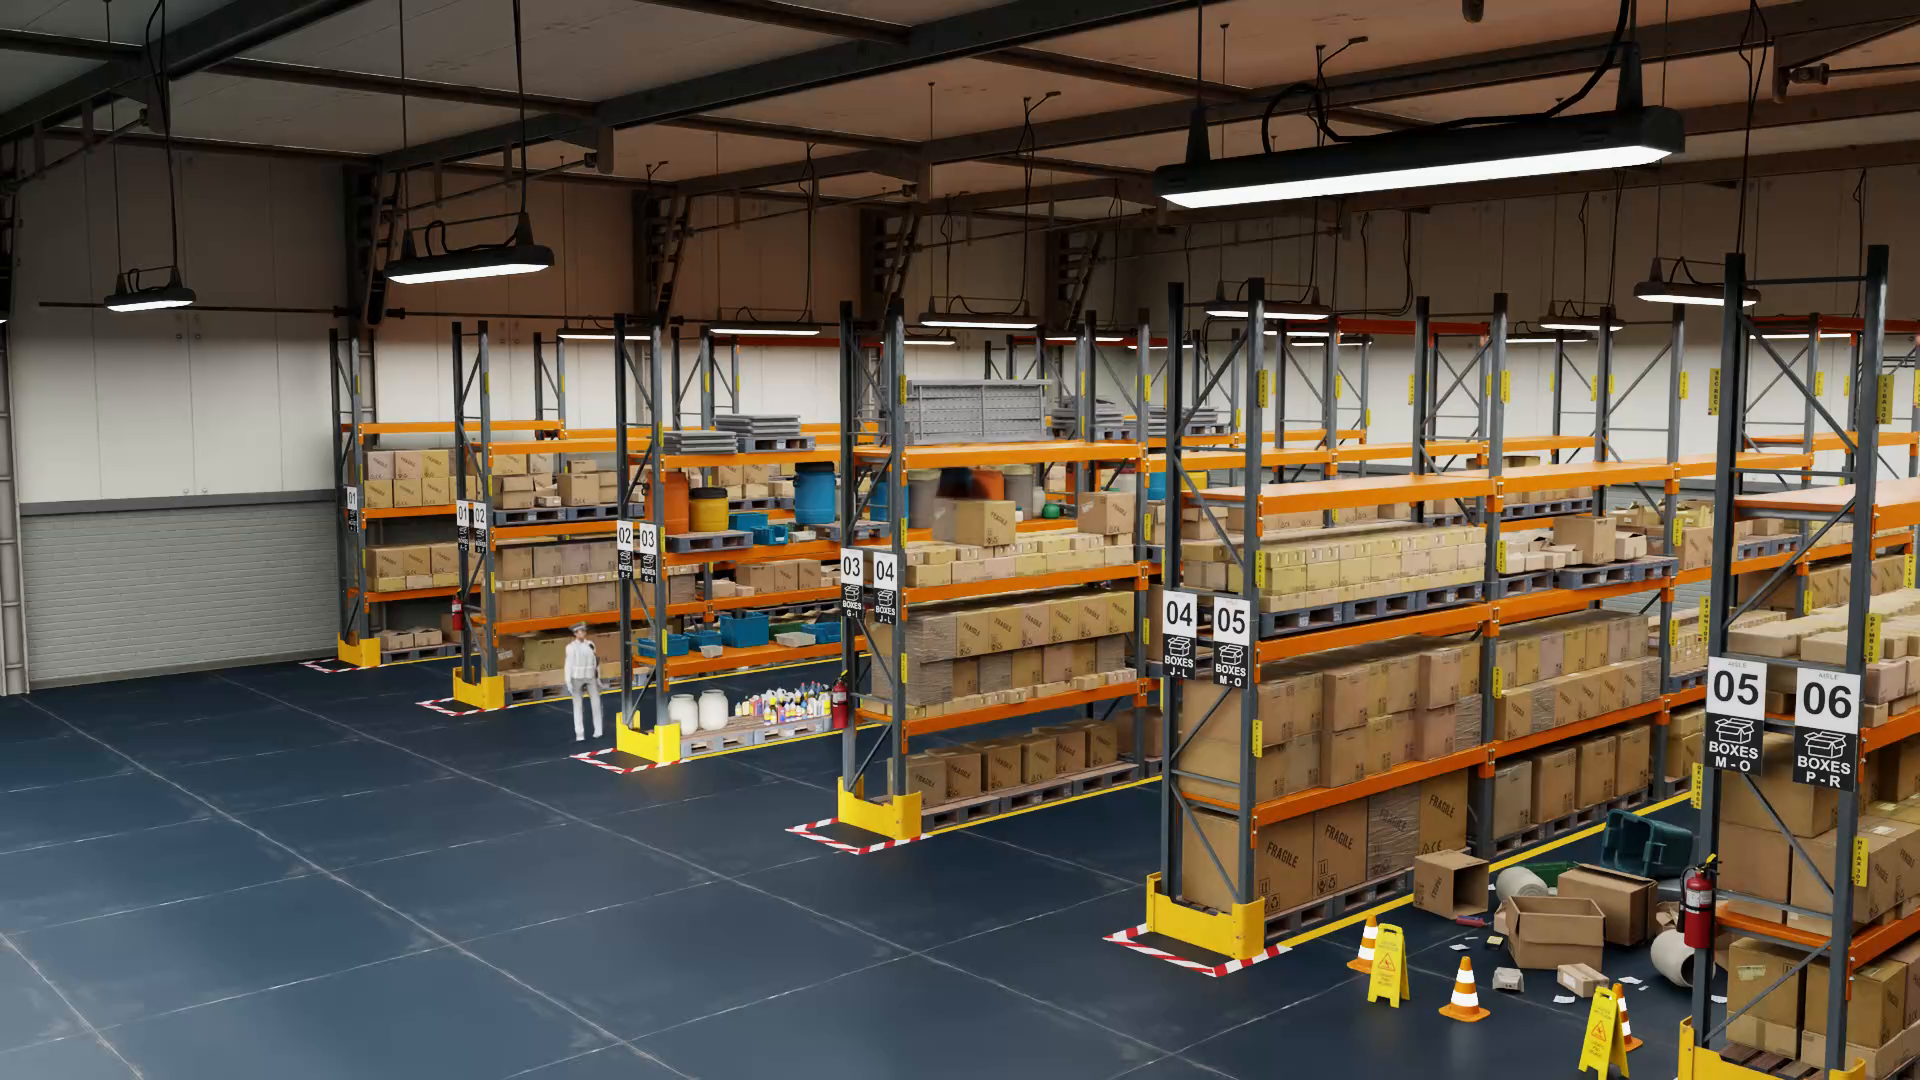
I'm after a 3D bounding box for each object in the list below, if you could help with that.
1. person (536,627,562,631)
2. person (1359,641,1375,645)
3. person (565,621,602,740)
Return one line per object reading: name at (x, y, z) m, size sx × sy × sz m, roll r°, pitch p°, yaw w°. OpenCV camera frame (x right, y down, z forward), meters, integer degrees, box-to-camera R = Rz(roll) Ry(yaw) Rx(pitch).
person at (-7.256, 1.414, 29.196) m, size 0.411 × 1.708 × 0.554 m, roll 3°, pitch 7°, yaw 31°
person at (5.283, 2.115, 21.769) m, size 0.474 × 1.785 × 0.619 m, roll 4°, pitch 7°, yaw 32°
person at (-5.375, 1.995, 23.729) m, size 0.514 × 1.701 × 0.414 m, roll -2°, pitch 6°, yaw -18°
